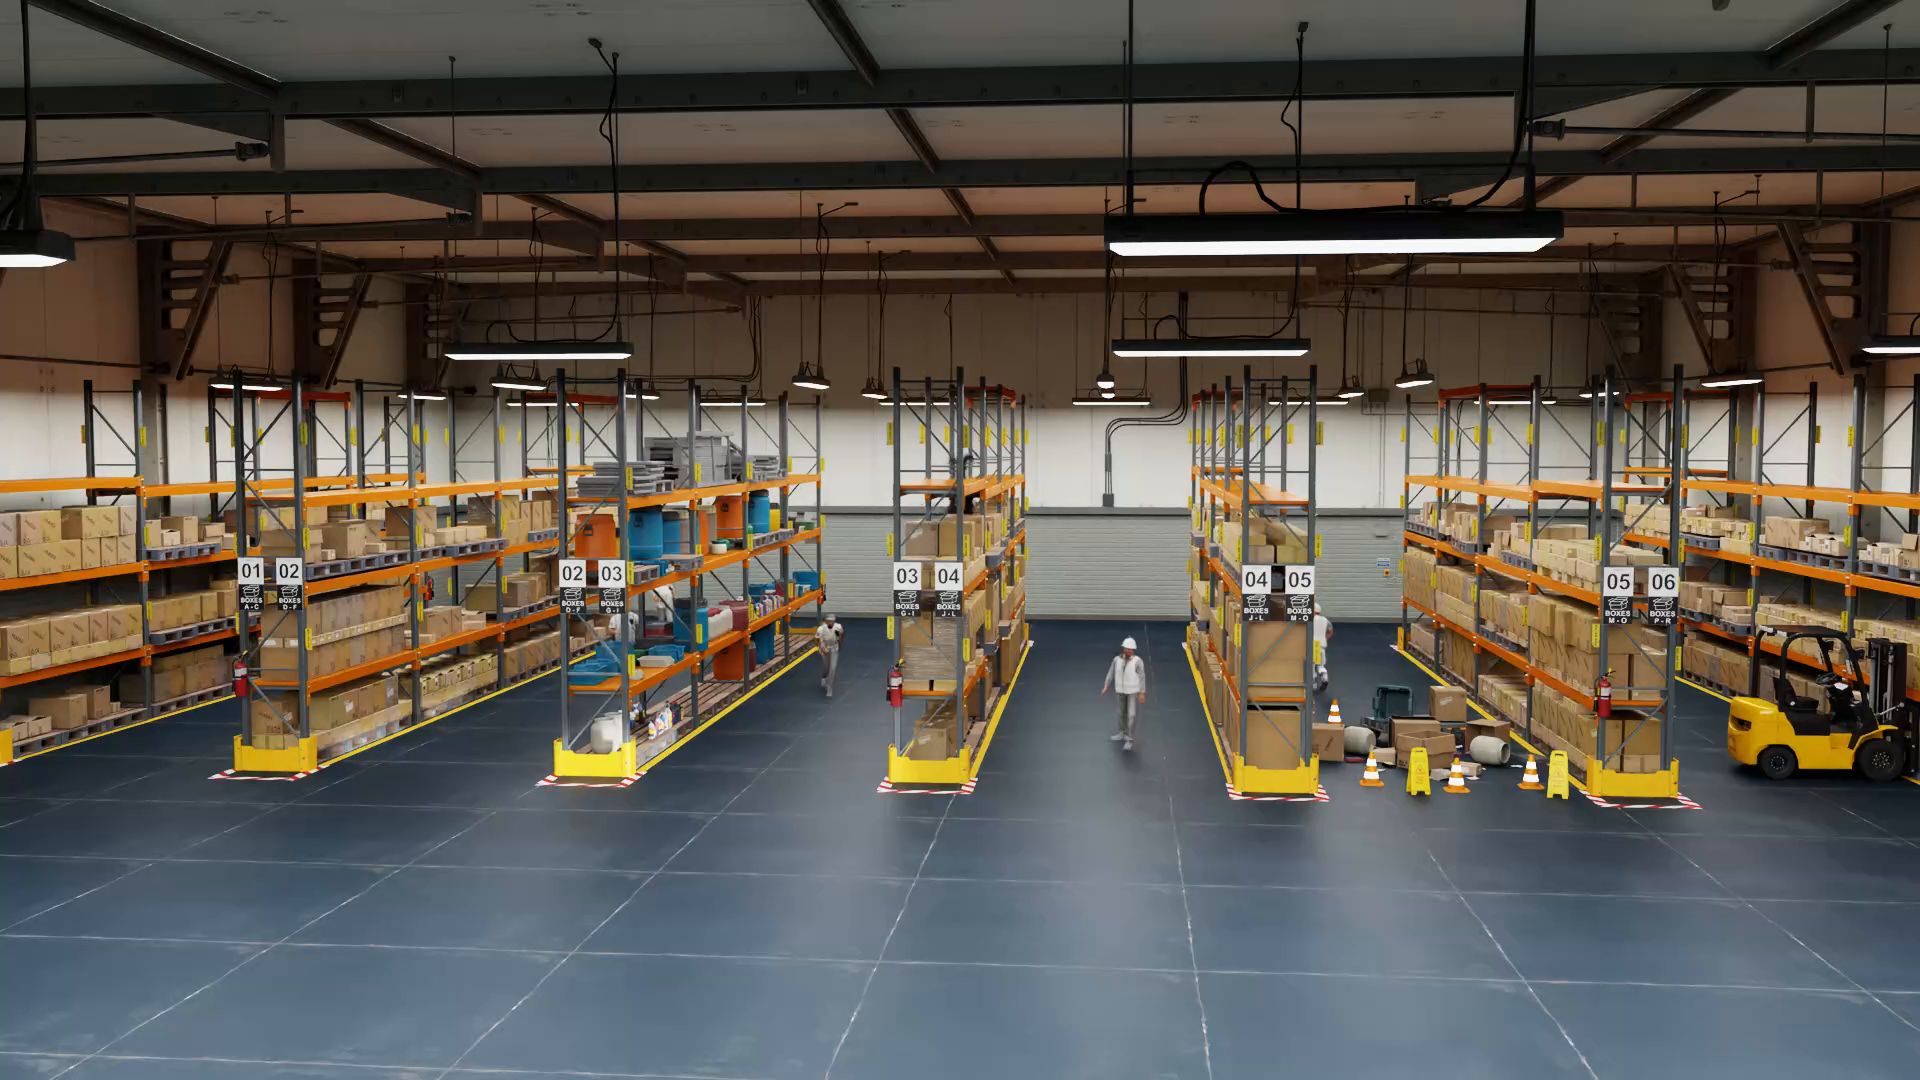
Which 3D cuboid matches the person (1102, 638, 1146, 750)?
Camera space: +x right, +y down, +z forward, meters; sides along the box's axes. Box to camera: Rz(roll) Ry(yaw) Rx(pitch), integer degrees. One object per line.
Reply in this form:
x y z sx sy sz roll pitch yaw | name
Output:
2.668 2.460 26.952 0.700 1.762 0.762 2 4 32 | person

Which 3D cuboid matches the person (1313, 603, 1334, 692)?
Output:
7.006 2.120 32.496 0.658 1.737 0.809 0 4 -4 | person

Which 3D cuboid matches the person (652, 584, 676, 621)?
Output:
-7.206 1.665 40.576 0.621 1.669 0.897 -1 4 -20 | person

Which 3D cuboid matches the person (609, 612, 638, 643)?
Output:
-6.805 2.053 33.908 0.681 1.659 0.907 -1 4 -11 | person

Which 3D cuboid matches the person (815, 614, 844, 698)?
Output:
-2.558 2.210 32.390 0.599 1.639 0.960 -1 4 -15 | person
